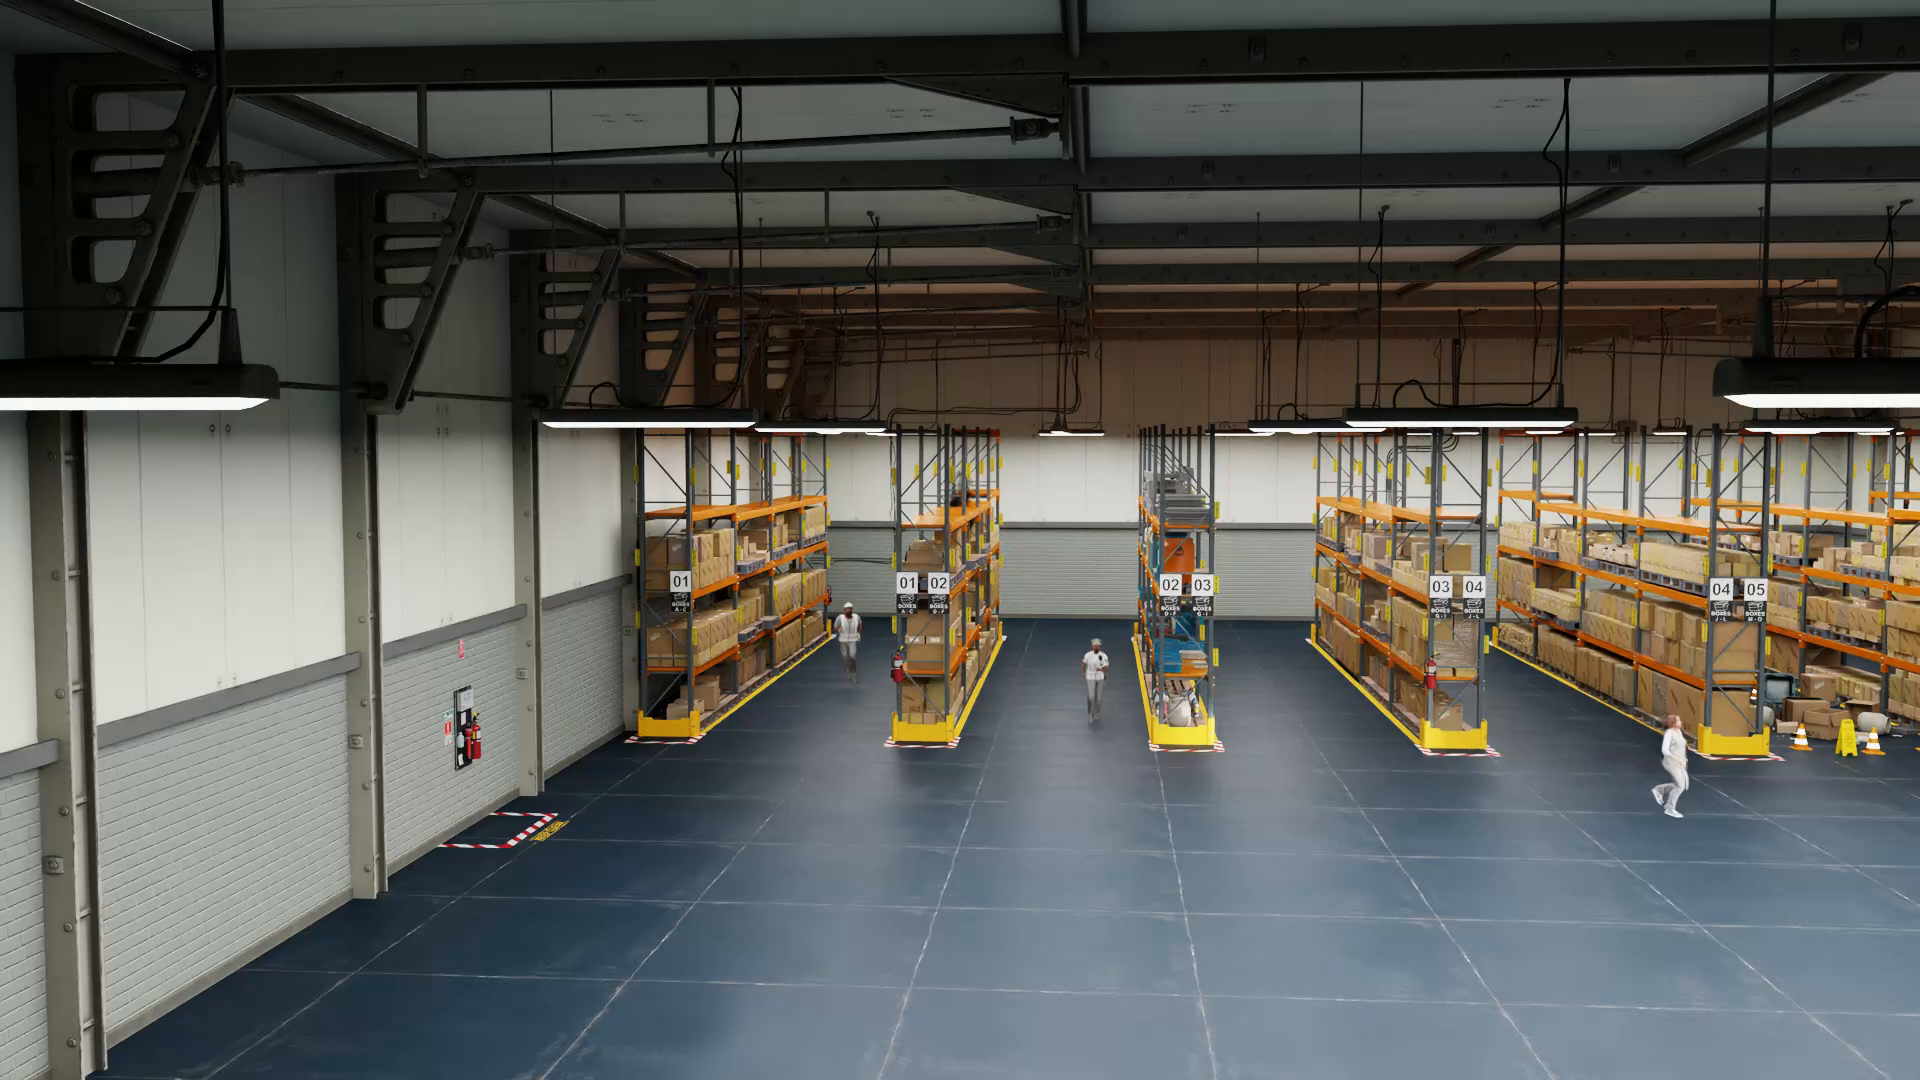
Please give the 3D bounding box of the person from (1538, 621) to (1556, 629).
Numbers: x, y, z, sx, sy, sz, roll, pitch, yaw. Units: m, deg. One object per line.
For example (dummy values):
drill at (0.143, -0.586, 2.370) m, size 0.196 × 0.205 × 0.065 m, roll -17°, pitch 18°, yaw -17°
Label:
person at (16.725, 1.972, 47.244) m, size 0.829 × 1.795 × 0.651 m, roll 1°, pitch 4°, yaw 9°

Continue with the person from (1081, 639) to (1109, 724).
person at (2.725, 2.844, 33.511) m, size 0.548 × 1.724 × 0.691 m, roll 0°, pitch 3°, yaw 3°

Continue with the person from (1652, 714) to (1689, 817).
person at (10.811, 3.414, 25.290) m, size 0.535 × 1.567 × 0.544 m, roll 3°, pitch 5°, yaw 41°

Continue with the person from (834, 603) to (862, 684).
person at (-2.503, 2.305, 37.165) m, size 0.645 × 1.812 × 0.705 m, roll 0°, pitch 3°, yaw -5°
